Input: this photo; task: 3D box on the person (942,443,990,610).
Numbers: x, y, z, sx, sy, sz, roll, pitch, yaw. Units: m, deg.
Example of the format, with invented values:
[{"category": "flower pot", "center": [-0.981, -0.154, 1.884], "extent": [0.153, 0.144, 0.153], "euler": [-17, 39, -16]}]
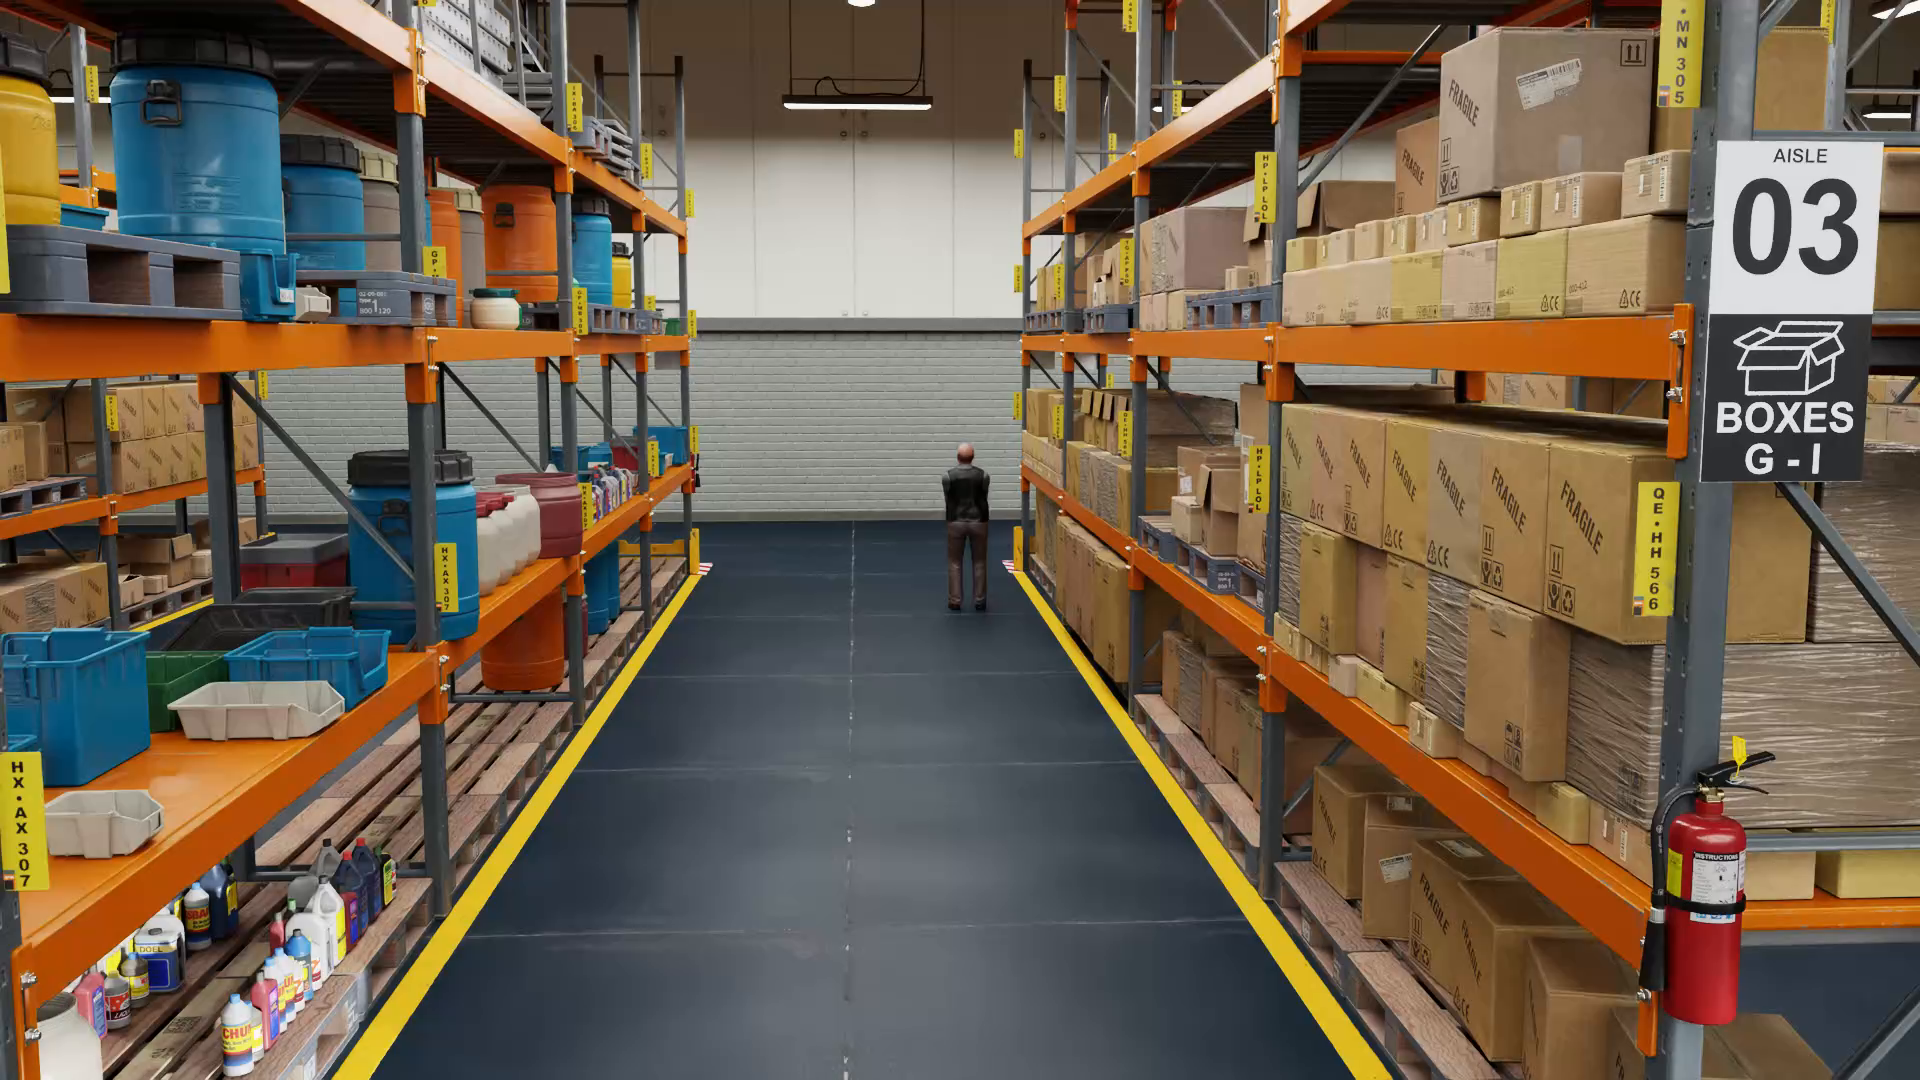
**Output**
[{"category": "person", "center": [0.054, -0.153, 17.170], "extent": [0.494, 1.711, 0.539], "euler": [0, 7, -3]}]
